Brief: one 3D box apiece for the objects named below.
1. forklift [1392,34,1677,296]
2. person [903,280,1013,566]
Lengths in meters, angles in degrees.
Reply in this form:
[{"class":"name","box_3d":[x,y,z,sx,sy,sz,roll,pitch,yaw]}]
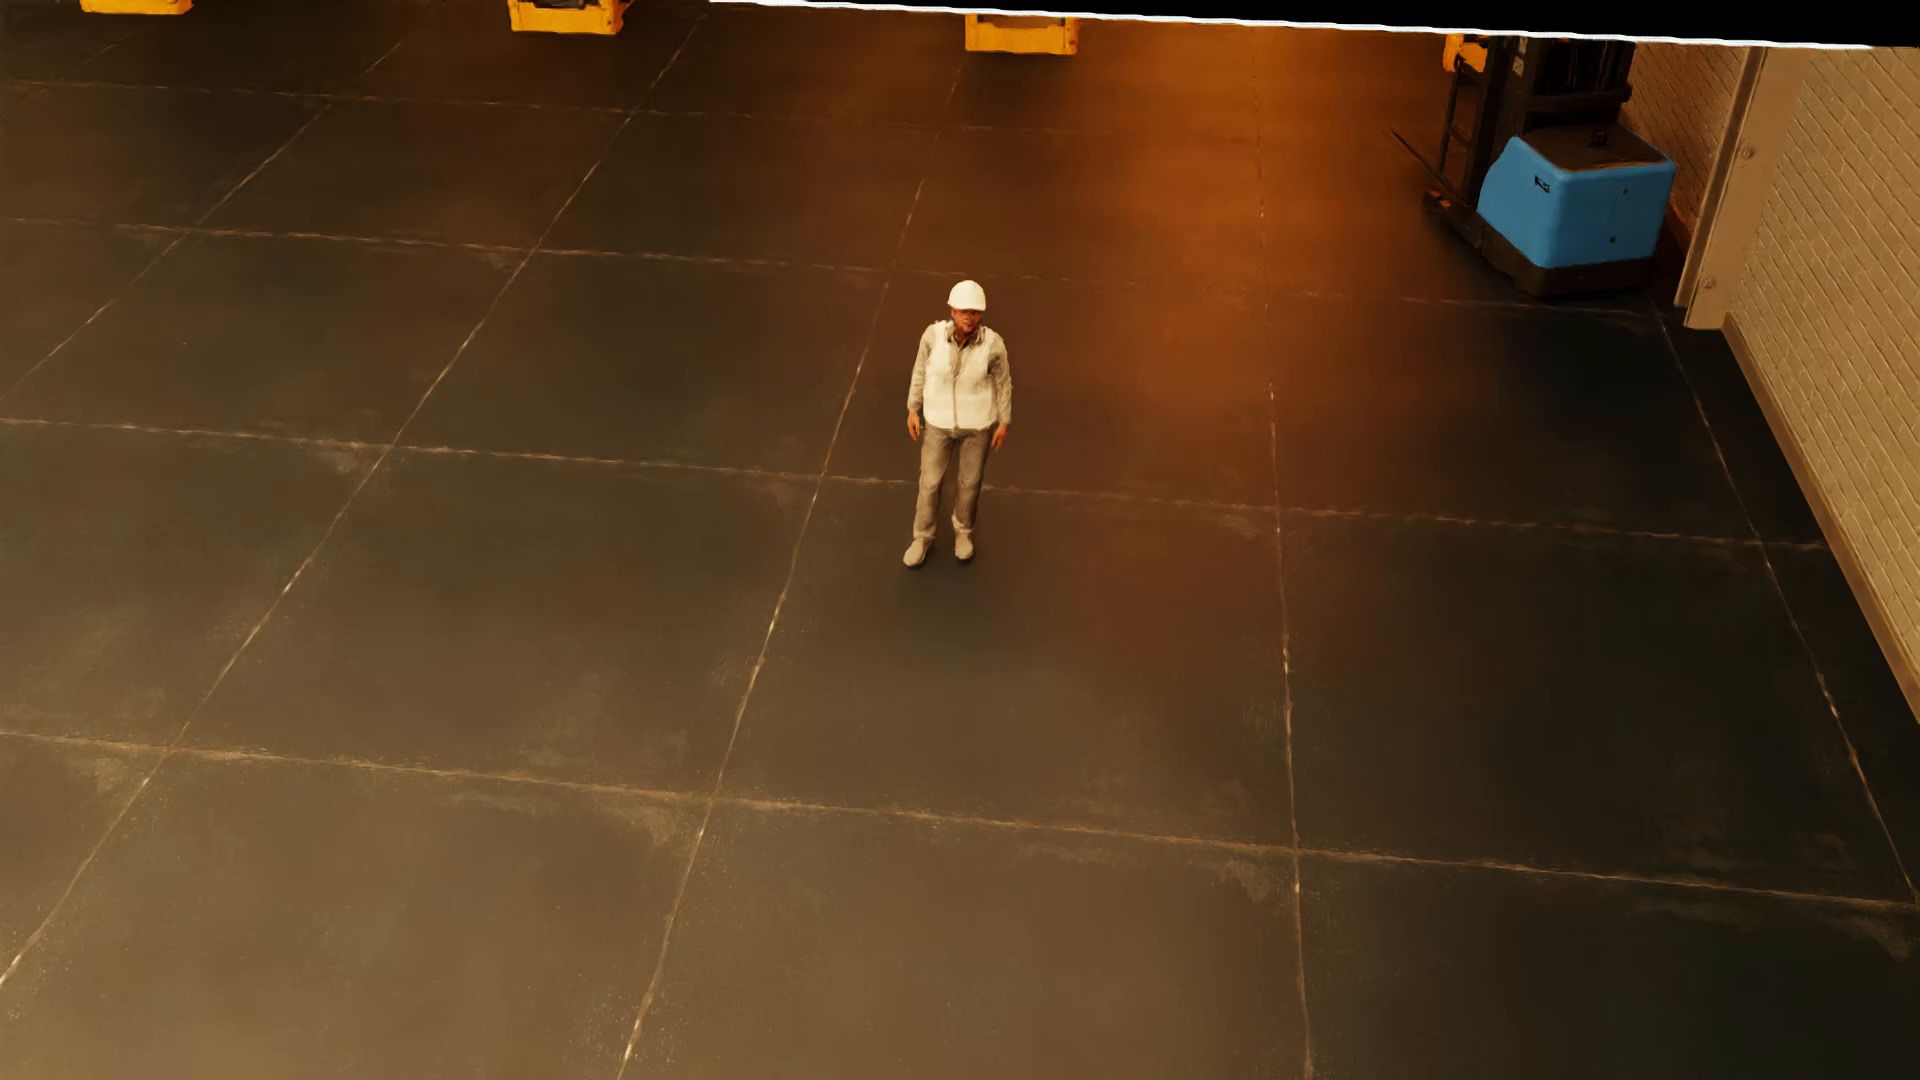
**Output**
[{"class":"forklift","box_3d":[4.628,-3.952,13.391,1.130,2.935,3.031,-8,37,-10]},{"class":"person","box_3d":[-0.016,-0.684,9.920,0.632,1.773,0.567,4,37,6]}]
